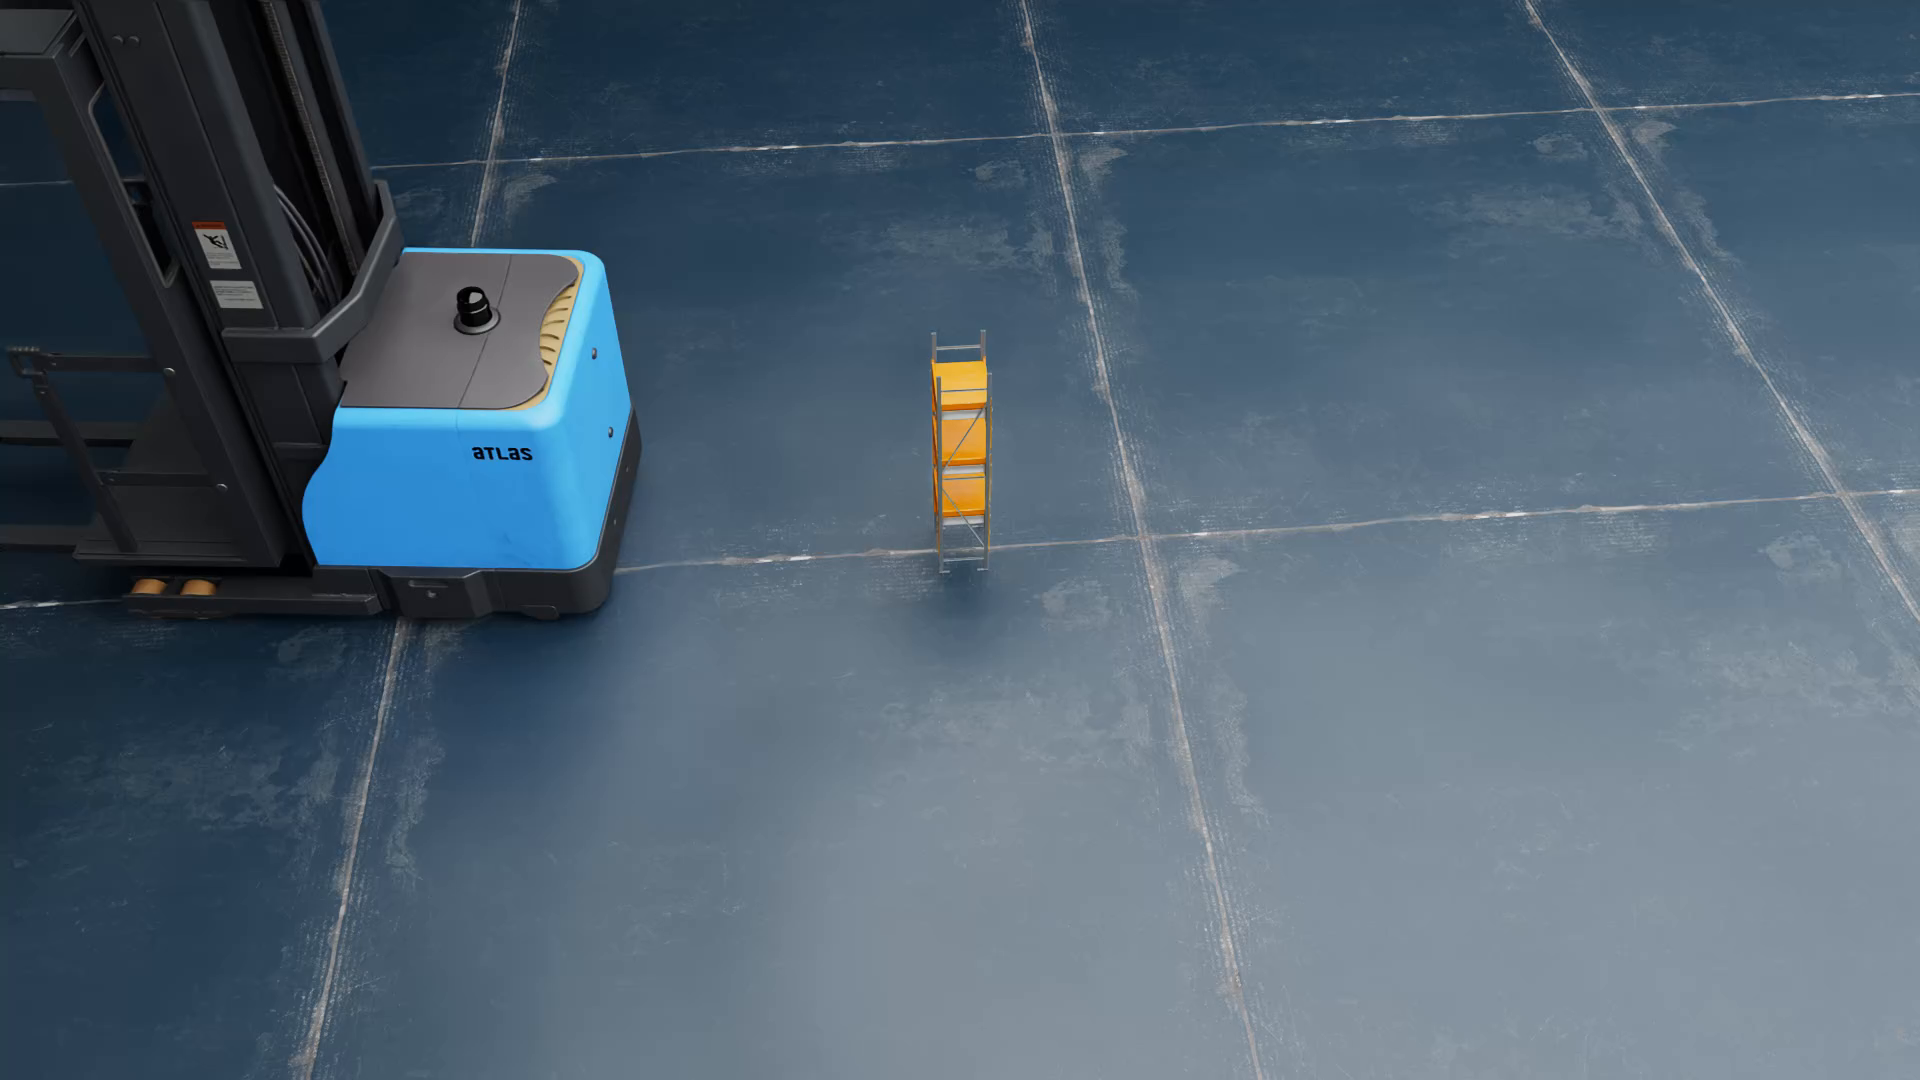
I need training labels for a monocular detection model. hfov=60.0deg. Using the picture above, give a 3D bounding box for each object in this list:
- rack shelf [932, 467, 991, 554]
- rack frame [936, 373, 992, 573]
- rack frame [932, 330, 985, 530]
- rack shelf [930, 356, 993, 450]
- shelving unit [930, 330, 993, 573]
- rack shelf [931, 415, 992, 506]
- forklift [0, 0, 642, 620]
[{"bbox_3d":[0.004,-0.124,6.678,0.215,0.259,0.240,-3,47,-3],"label":"rack shelf"},{"bbox_3d":[0.015,-0.234,6.385,0.200,1.050,0.008,-3,47,-3],"label":"rack frame"},{"bbox_3d":[-0.006,-0.411,6.552,0.200,1.050,0.008,-3,47,-3],"label":"rack frame"},{"bbox_3d":[0.004,-0.510,6.270,0.215,0.259,0.240,-3,47,-3],"label":"rack shelf"},{"bbox_3d":[0.004,-0.322,6.469,0.215,1.050,0.252,-3,47,-3],"label":"shelving unit"},{"bbox_3d":[0.004,-0.315,6.476,0.215,0.259,0.240,-3,47,-3],"label":"rack shelf"},{"bbox_3d":[-2.896,-1.078,5.889,3.031,2.935,1.130,1,47,1],"label":"forklift"}]
